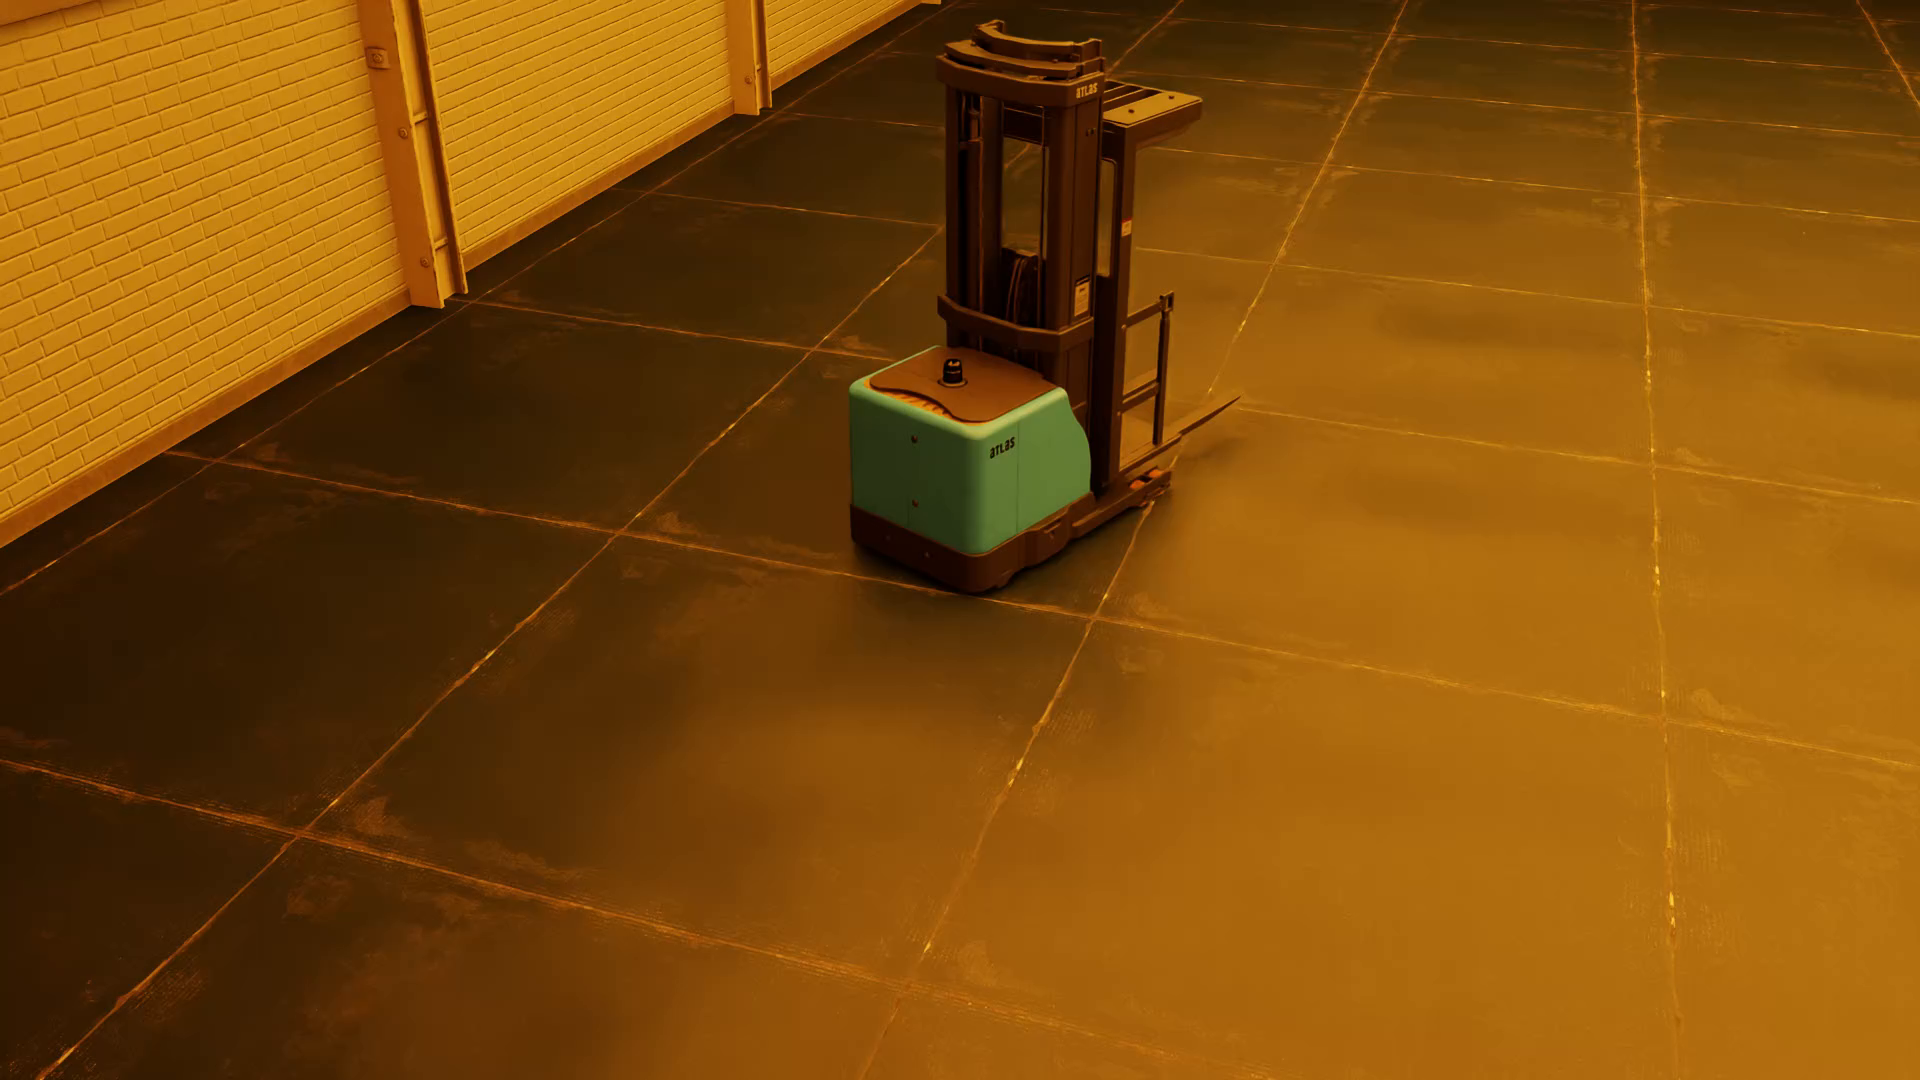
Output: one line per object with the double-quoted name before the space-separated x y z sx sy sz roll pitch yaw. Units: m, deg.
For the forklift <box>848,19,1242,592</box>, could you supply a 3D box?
"forklift" 0.691 -1.628 9.992 1.130 2.935 3.031 23 37 35
